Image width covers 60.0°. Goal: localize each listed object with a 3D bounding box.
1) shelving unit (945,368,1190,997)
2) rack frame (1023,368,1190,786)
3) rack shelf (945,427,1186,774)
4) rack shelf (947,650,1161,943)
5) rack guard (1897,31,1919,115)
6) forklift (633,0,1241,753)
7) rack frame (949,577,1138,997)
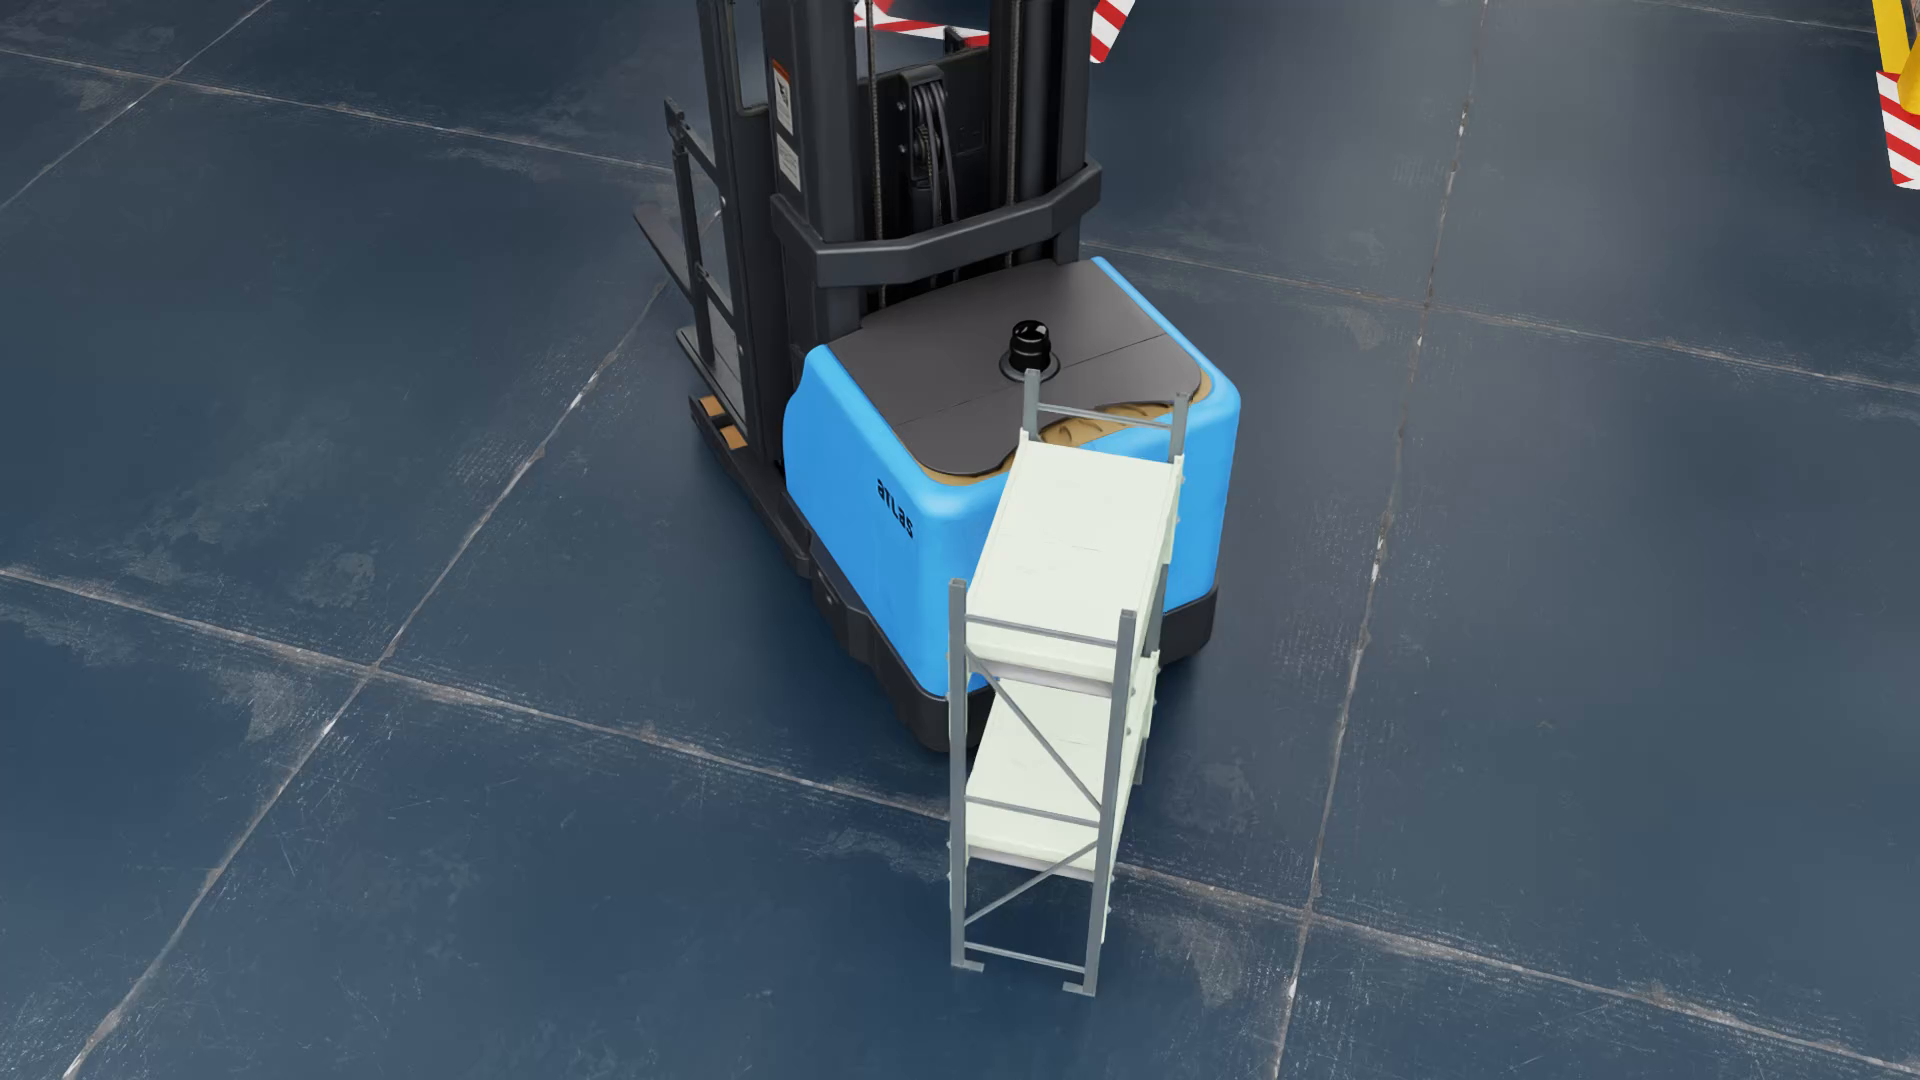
[{"bbox_3d":[0.263,0.409,4.260,0.431,1.500,0.755,10,45,10],"label":"shelving unit"},{"bbox_3d":[0.353,0.161,4.514,0.400,1.500,0.023,10,45,10],"label":"rack frame"},{"bbox_3d":[0.263,0.130,3.987,0.431,0.370,0.720,10,45,10],"label":"rack shelf"},{"bbox_3d":[0.263,0.642,4.488,0.431,0.370,0.720,10,45,10],"label":"rack shelf"},{"bbox_3d":[5.027,-2.175,7.615,1.175,0.500,0.348,13,46,13],"label":"rack guard"},{"bbox_3d":[-0.333,-1.437,5.123,1.130,2.935,3.031,-21,48,-20],"label":"forklift"},{"bbox_3d":[0.173,0.657,4.007,0.400,1.500,0.023,10,45,10],"label":"rack frame"}]
